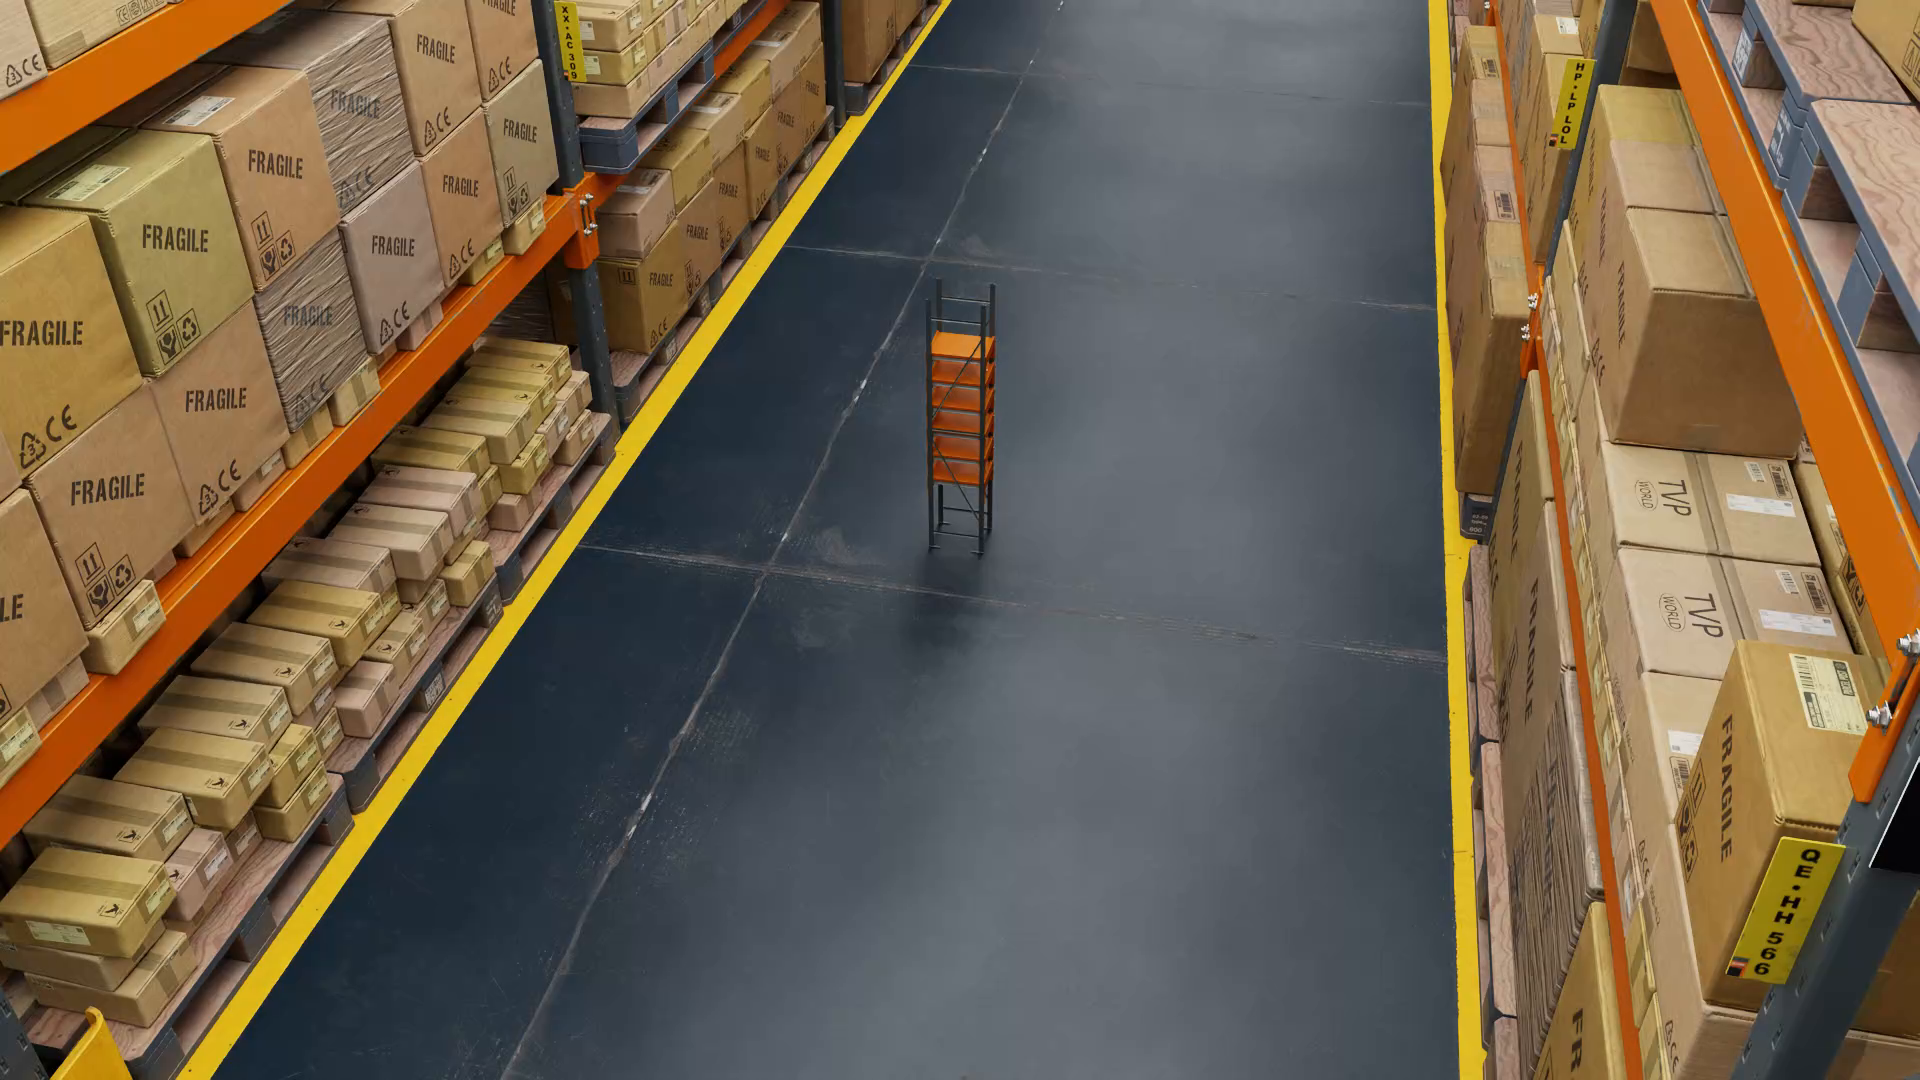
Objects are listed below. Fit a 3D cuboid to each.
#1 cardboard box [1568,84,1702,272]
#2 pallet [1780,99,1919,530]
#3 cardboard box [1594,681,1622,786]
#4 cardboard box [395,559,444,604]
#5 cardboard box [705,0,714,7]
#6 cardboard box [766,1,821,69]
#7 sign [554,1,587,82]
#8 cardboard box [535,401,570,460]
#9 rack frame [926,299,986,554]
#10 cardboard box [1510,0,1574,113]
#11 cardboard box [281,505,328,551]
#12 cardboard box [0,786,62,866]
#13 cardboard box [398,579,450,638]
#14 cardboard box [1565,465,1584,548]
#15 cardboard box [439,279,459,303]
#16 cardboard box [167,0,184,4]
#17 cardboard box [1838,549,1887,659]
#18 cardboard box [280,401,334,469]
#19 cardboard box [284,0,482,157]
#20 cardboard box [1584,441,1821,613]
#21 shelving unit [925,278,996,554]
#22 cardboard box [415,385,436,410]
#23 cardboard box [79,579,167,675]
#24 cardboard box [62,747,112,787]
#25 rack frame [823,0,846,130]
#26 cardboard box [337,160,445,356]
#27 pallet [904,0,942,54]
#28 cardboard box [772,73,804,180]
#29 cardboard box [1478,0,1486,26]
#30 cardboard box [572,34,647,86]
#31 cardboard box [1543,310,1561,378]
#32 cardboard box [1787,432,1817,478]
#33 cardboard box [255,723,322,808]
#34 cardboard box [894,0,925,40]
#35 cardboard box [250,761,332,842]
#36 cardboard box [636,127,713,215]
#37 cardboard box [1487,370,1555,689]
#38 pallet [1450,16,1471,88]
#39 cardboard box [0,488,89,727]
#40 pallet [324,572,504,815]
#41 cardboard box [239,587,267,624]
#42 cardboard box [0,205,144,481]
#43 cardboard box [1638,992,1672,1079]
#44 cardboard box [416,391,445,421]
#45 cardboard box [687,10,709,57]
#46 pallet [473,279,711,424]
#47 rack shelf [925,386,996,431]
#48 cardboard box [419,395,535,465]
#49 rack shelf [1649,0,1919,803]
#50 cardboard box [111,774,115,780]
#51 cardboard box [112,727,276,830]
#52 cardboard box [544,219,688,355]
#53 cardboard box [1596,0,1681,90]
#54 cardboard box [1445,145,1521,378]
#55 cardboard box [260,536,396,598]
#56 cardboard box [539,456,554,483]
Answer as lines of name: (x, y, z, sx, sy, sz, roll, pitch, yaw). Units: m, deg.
cardboard box: (2.358, -1.172, 5.547, 0.500, 0.500, 0.500, 7, 37, 10)
pallet: (2.004, -0.364, 2.715, 1.003, 0.211, 1.213, 7, 37, 10)
cardboard box: (1.827, 0.512, 4.201, 0.380, 0.149, 0.250, 7, 36, 9)
cardboard box: (-2.218, 0.097, 6.378, 0.380, 0.149, 0.250, 6, 36, 8)
cardboard box: (-1.362, -2.689, 8.007, 0.380, 0.149, 0.250, 9, 37, 12)
cardboard box: (-1.149, -3.061, 10.050, 0.500, 0.250, 0.500, 6, 36, 9)
sign: (-1.582, -2.018, 6.741, 0.100, 0.325, 0.005, 7, 37, 10)
cardboard box: (-1.916, -0.490, 7.188, 0.380, 0.149, 0.250, 6, 36, 8)
rack frame: (-0.016, -0.442, 6.837, 0.240, 1.200, 0.006, 7, 37, 10)
cardboard box: (2.872, -2.264, 7.733, 0.500, 0.500, 0.500, 7, 37, 10)
cardboard box: (-2.657, -0.060, 6.341, 0.380, 0.149, 0.250, 6, 36, 8)
cardboard box: (-2.993, 0.833, 5.109, 0.380, 0.149, 0.250, 8, 37, 11)
cardboard box: (-2.207, 0.255, 6.413, 0.380, 0.149, 0.250, 8, 37, 11)
cardboard box: (2.046, -0.079, 5.017, 0.380, 0.149, 0.250, 8, 37, 11)
cardboard box: (-2.132, -0.990, 6.274, 0.380, 0.149, 0.250, 6, 36, 9)
cardboard box: (-2.288, -1.710, 4.625, 0.500, 0.250, 0.500, 7, 37, 10)
cardboard box: (2.434, 0.053, 3.857, 0.500, 0.500, 0.500, 6, 36, 9)
cardboard box: (-2.295, -0.382, 5.434, 0.380, 0.149, 0.250, 9, 37, 12)
cardboard box: (-2.055, -1.696, 5.844, 0.500, 0.500, 0.500, 6, 36, 8)
cardboard box: (2.025, -0.011, 4.583, 0.500, 0.250, 0.500, 7, 37, 10)
shelving unit: (0.003, -0.494, 6.909, 0.258, 1.200, 0.189, 7, 37, 10)
cardboard box: (-2.506, -0.666, 7.177, 0.380, 0.149, 0.250, 9, 37, 12)
cardboard box: (-2.455, 0.221, 4.604, 0.380, 0.149, 0.250, 6, 36, 9)
cardboard box: (-3.025, 0.789, 5.423, 0.380, 0.149, 0.250, 6, 36, 8)
rack frame: (-1.259, -4.024, 10.247, 1.000, 3.000, 0.127, 7, 37, 10)
cardboard box: (-2.161, -0.997, 5.731, 0.500, 0.500, 0.500, 7, 37, 10)
pallet: (-0.755, -4.035, 12.638, 1.003, 0.211, 1.213, 7, 37, 10)
cardboard box: (-1.259, -2.475, 9.881, 0.500, 0.500, 0.500, 9, 37, 12)
cardboard box: (3.908, -3.543, 11.337, 0.700, 0.500, 0.500, 10, 37, 14)
cardboard box: (-1.580, -2.088, 7.178, 0.380, 0.149, 0.250, 8, 37, 11)
cardboard box: (2.266, -0.671, 5.834, 0.380, 0.149, 0.250, 6, 36, 8)
cardboard box: (2.655, -0.236, 4.893, 0.500, 0.250, 0.500, 8, 37, 11)
cardboard box: (-2.365, 0.723, 5.515, 0.380, 0.149, 0.250, 8, 37, 11)
cardboard box: (-0.858, -4.123, 11.942, 1.050, 0.750, 0.750, 8, 37, 11)
cardboard box: (-2.360, 0.850, 5.593, 0.380, 0.149, 0.250, 8, 37, 11)
cardboard box: (-1.586, -1.889, 8.433, 0.500, 0.250, 0.500, 8, 37, 11)
cardboard box: (2.491, 0.007, 6.137, 0.875, 0.875, 0.875, 7, 37, 10)
pallet: (3.996, -3.361, 11.707, 1.003, 0.211, 1.213, 7, 37, 10)
cardboard box: (-2.602, 0.178, 4.109, 0.500, 0.500, 0.500, 9, 37, 12)
pallet: (-2.481, 0.489, 6.395, 1.003, 0.211, 1.213, 7, 37, 10)
cardboard box: (-2.822, 0.185, 6.257, 0.380, 0.149, 0.250, 8, 37, 10)
cardboard box: (-2.511, -0.518, 4.218, 0.500, 0.500, 0.500, 8, 37, 11)
cardboard box: (1.610, 1.098, 3.393, 0.380, 0.149, 0.250, 8, 37, 11)
cardboard box: (-2.470, -0.543, 7.262, 0.380, 0.149, 0.250, 8, 37, 10)
cardboard box: (-1.415, -2.414, 7.881, 0.380, 0.149, 0.250, 8, 37, 10)
pallet: (-1.949, -1.049, 8.517, 1.003, 0.211, 1.213, 7, 37, 10)
rack shelf: (0.003, -0.555, 6.865, 0.258, 0.103, 0.180, 7, 37, 10)
cardboard box: (-1.997, -0.456, 6.888, 0.380, 0.149, 0.250, 7, 37, 10)
rack shelf: (2.283, -0.828, 3.894, 1.077, 0.370, 4.000, 7, 37, 10)
cardboard box: (-2.923, 0.774, 5.697, 0.380, 0.149, 0.250, 8, 37, 10)
cardboard box: (-2.404, 0.746, 5.229, 0.380, 0.149, 0.250, 7, 37, 10)
cardboard box: (-1.697, -1.279, 8.231, 0.500, 0.500, 0.500, 9, 37, 12)
cardboard box: (2.839, -1.865, 6.328, 0.797, 0.503, 0.637, 6, 36, 9)
cardboard box: (3.017, -1.243, 7.862, 1.225, 0.875, 0.875, 6, 36, 8)
cardboard box: (-2.302, 0.135, 6.073, 0.380, 0.149, 0.250, 7, 37, 10)
cardboard box: (-2.002, -0.341, 7.236, 0.380, 0.149, 0.250, 8, 37, 11)
